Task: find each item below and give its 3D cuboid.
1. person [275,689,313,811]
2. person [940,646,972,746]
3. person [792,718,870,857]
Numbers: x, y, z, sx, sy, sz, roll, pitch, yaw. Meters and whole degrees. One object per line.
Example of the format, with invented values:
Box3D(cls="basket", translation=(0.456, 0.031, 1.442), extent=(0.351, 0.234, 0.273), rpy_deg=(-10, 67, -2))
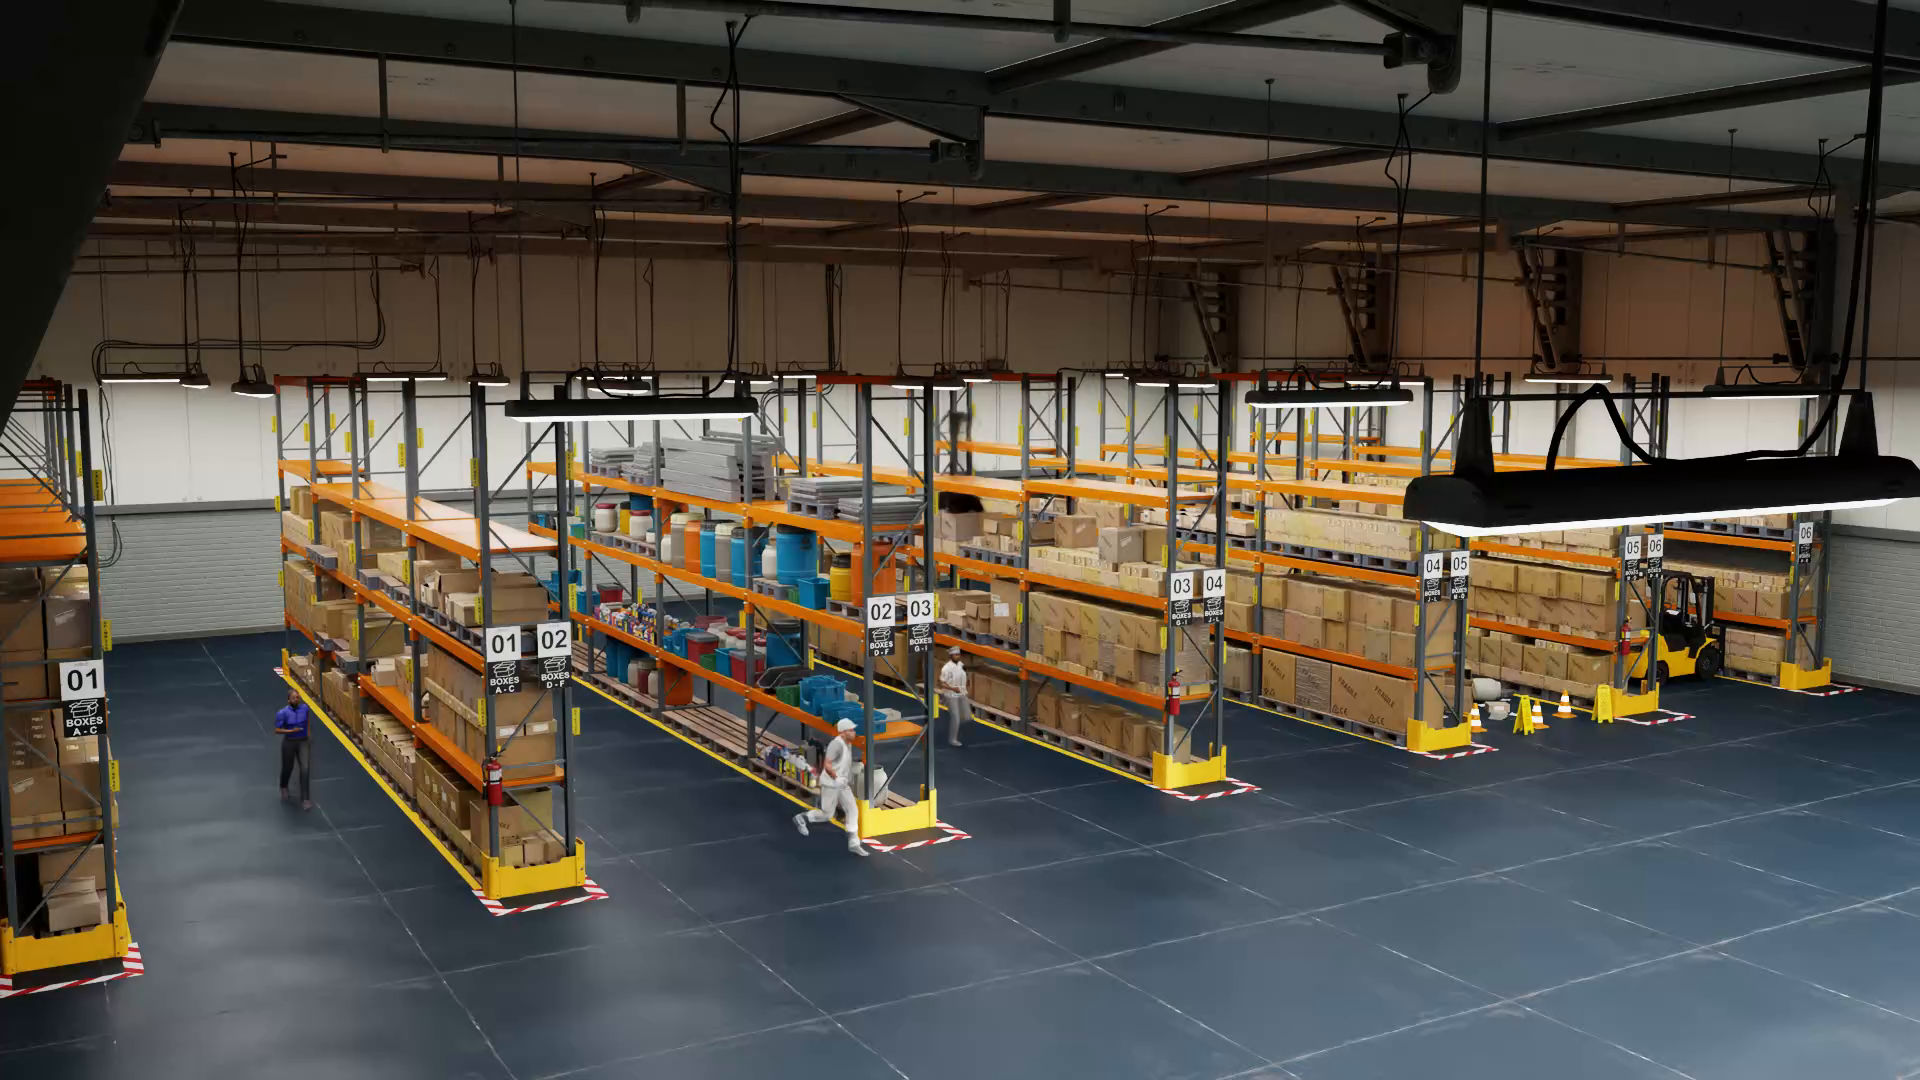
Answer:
Box3D(cls="person", translation=(-9.403, 2.924, 23.489), extent=(0.566, 1.648, 0.929), rpy_deg=(-5, 8, -38))
Box3D(cls="person", translation=(-0.040, 2.541, 27.126), extent=(0.570, 1.653, 0.549), rpy_deg=(-5, 8, -38))
Box3D(cls="person", translation=(-1.648, 3.146, 21.294), extent=(1.069, 1.772, 0.658), rpy_deg=(2, 7, 20))
